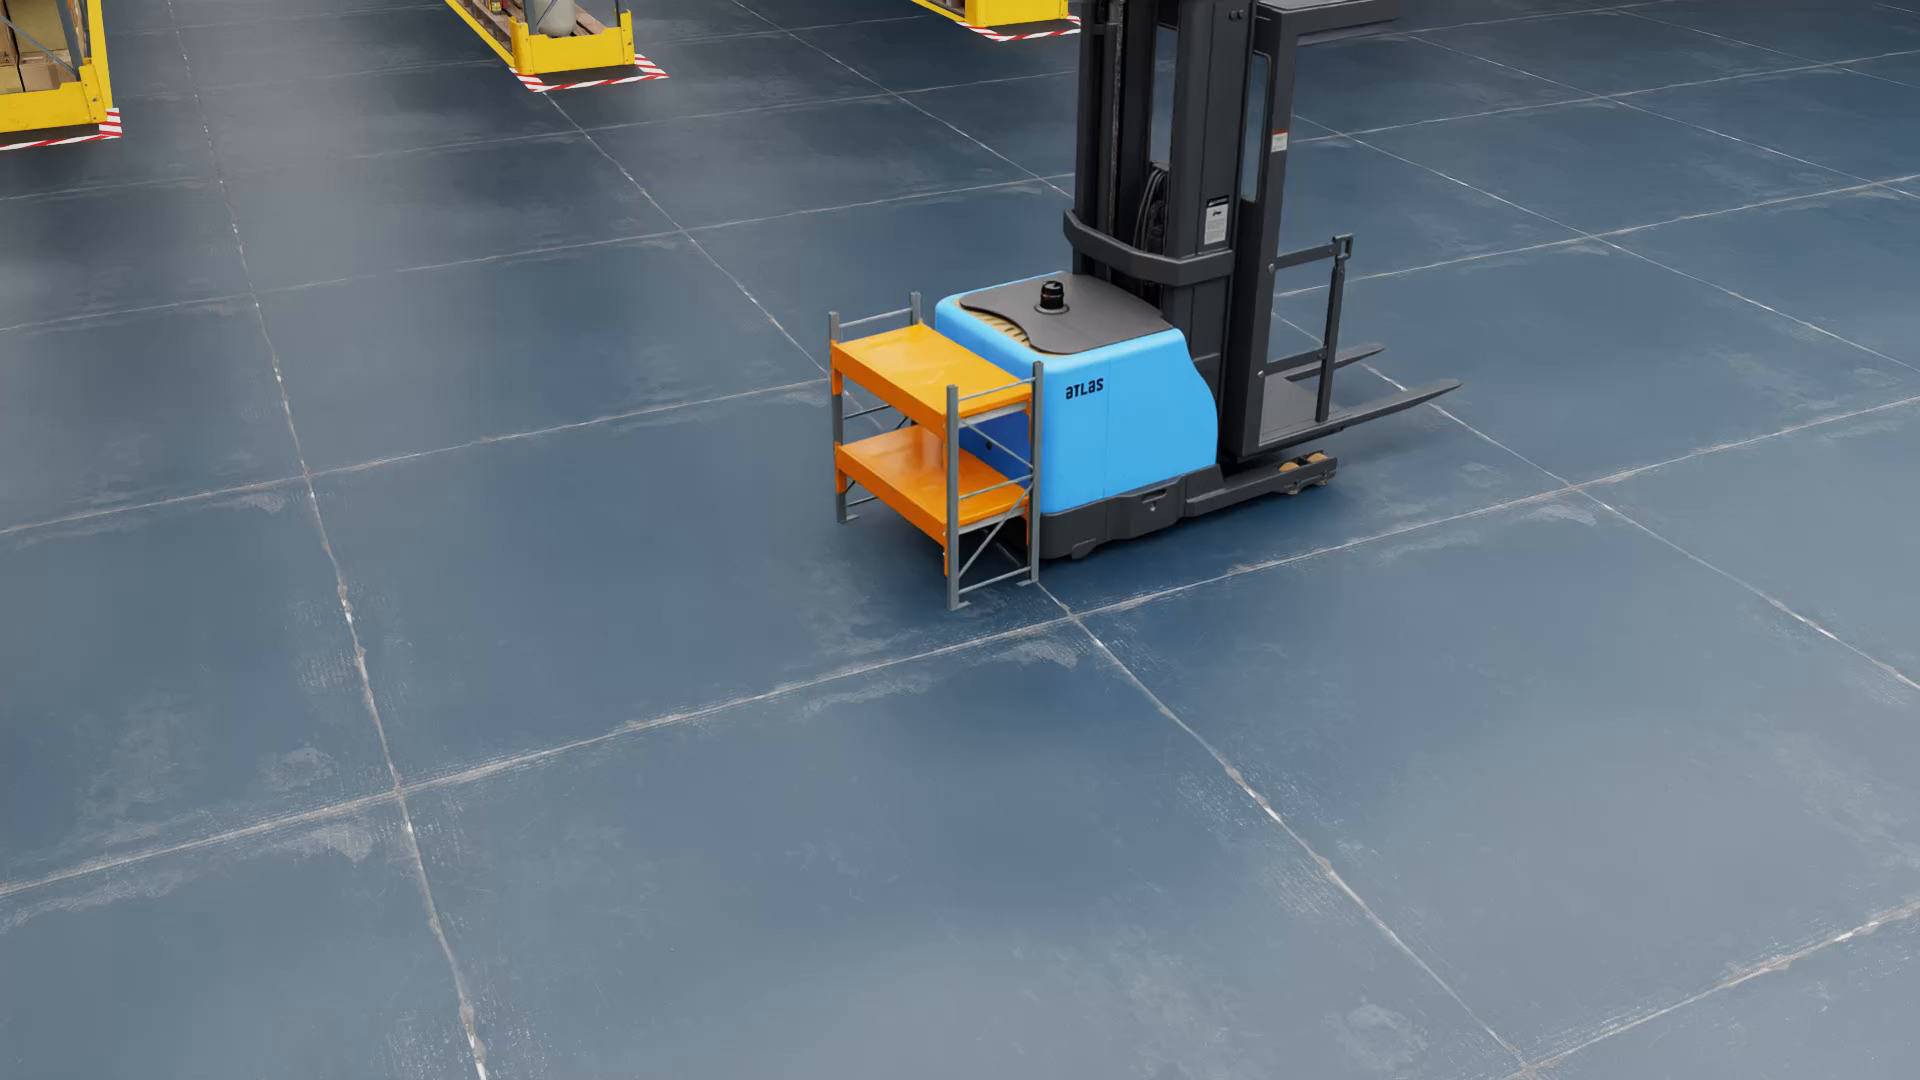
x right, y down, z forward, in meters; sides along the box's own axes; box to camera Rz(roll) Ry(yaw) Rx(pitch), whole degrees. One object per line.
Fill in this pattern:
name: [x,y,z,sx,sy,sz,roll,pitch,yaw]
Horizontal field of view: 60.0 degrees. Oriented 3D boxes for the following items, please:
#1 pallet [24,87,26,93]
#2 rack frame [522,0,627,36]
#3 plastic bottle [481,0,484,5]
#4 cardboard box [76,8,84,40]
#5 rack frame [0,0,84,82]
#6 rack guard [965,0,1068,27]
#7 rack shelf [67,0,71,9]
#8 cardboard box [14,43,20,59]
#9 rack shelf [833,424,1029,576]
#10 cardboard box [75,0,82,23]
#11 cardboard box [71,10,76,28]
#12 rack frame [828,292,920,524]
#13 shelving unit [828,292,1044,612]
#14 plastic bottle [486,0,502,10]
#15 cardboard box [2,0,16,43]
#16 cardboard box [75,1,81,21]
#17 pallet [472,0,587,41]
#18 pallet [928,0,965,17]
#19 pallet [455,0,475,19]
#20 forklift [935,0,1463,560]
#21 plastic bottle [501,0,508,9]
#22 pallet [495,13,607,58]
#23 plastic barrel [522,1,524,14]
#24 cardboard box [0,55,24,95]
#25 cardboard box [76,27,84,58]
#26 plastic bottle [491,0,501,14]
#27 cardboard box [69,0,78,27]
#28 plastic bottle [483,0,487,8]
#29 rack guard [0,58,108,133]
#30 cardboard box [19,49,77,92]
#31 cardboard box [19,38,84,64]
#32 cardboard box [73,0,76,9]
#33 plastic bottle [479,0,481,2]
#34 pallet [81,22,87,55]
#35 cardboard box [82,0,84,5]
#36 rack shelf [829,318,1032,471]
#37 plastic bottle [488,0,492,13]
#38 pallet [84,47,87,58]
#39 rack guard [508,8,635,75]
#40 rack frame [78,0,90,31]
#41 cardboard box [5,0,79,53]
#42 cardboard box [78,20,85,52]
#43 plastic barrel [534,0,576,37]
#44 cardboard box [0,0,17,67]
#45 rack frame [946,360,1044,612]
pallet: [-8.648,-4.148,15.432,1.003,0.211,1.213,-13,32,-22]
rack frame: [-3.806,-6.074,16.015,1.000,3.000,0.127,-13,32,-22]
plastic bottle: [-5.208,-6.080,18.285,0.144,0.351,0.185,-12,31,-20]
cardboard box: [-9.169,-5.186,16.814,0.500,0.250,0.500,-13,32,-22]
rack frame: [-8.282,-5.035,14.163,1.000,3.000,0.127,-13,32,-22]
rack guard: [0.634,-6.057,18.540,1.175,0.500,0.348,-13,32,-22]
rack shelf: [-9.140,-5.605,15.914,1.077,0.370,4.000,-13,32,-22]
cardboard box: [-9.004,-4.412,15.434,0.500,0.250,0.500,-13,32,-22]
rack shelf: [-0.127,-0.228,8.006,0.538,0.278,1.000,-18,34,-29]
cardboard box: [-9.602,-5.627,17.600,0.500,0.250,0.500,-13,32,-22]
cardboard box: [-8.754,-5.068,15.837,0.500,0.500,0.500,-13,32,-22]
rack frame: [-0.411,-0.647,8.255,0.500,1.125,0.032,-18,34,-29]
shelving unit: [-0.127,-0.441,7.886,0.538,1.125,1.048,-18,34,-29]
plastic bottle: [-5.074,-5.914,18.065,0.152,0.276,0.135,-13,32,-22]
cardboard box: [-9.223,-4.959,15.642,0.500,0.500,0.500,-13,32,-22]
cardboard box: [-9.397,-5.404,17.203,0.500,0.250,0.500,-13,32,-22]
pallet: [-4.745,-5.779,18.341,1.003,0.211,1.213,-13,32,-22]
pallet: [0.318,-6.297,19.264,1.003,0.211,1.213,-13,32,-22]
pallet: [-5.273,-6.319,19.303,1.003,0.211,1.213,-13,32,-22]
forklift: [1.384,-1.715,8.313,3.031,2.935,1.130,-17,34,-28]
plastic bottle: [-4.978,-5.940,18.103,0.061,0.283,0.133,-13,32,-22]
pallet: [-4.225,-5.241,17.381,1.003,0.211,1.213,-13,32,-22]
plastic barrel: [-4.373,-5.668,17.405,0.421,0.512,0.421,0,29,0]
cardboard box: [-8.779,-4.194,15.044,0.500,0.250,0.500,-13,32,-22]
cardboard box: [-8.743,-4.744,16.025,0.500,0.250,0.500,-13,32,-22]
plastic bottle: [-4.991,-5.764,17.874,0.097,0.201,0.097,0,29,0]
cardboard box: [-8.952,-5.293,16.238,0.500,0.500,0.500,-13,32,-22]
plastic bottle: [-5.134,-5.975,18.174,0.152,0.276,0.135,-14,32,-23]
rack guard: [-8.271,-3.934,14.755,1.175,0.500,0.348,-13,32,-22]
cardboard box: [-8.311,-4.303,15.238,0.500,0.250,0.500,-13,32,-22]
cardboard box: [-8.529,-4.523,15.631,0.500,0.250,0.500,-13,32,-22]
cardboard box: [-9.180,-5.511,16.626,0.500,0.500,0.500,-13,32,-22]
plastic bottle: [-5.288,-6.162,18.431,0.144,0.351,0.185,-13,32,-22]
pallet: [-9.695,-5.226,17.354,1.003,0.211,1.213,-13,32,-22]
cardboard box: [-9.948,-6.016,18.294,0.500,0.250,0.500,-14,32,-23]
rack shelf: [-0.127,-0.696,7.743,0.538,0.278,1.000,-18,34,-29]
plastic bottle: [-5.057,-5.848,17.939,0.061,0.283,0.133,-12,32,-21]
pallet: [-9.168,-4.686,16.391,1.003,0.211,1.213,-13,32,-22]
rack guard: [-3.881,-5.007,16.668,1.175,0.500,0.348,-13,32,-22]
rack frame: [-9.999,-6.802,17.314,1.000,3.000,0.127,-13,32,-22]
cardboard box: [-8.527,-4.850,15.448,0.500,0.500,0.500,-13,32,-22]
cardboard box: [-8.953,-4.966,16.421,0.500,0.250,0.500,-13,32,-22]
plastic barrel: [-4.158,-5.446,17.010,0.421,0.512,0.421,0,29,0]
cardboard box: [-8.781,-4.521,14.860,0.500,0.500,0.500,-13,32,-22]
rack frame: [0.156,-0.235,7.518,0.500,1.125,0.032,-18,34,-29]
